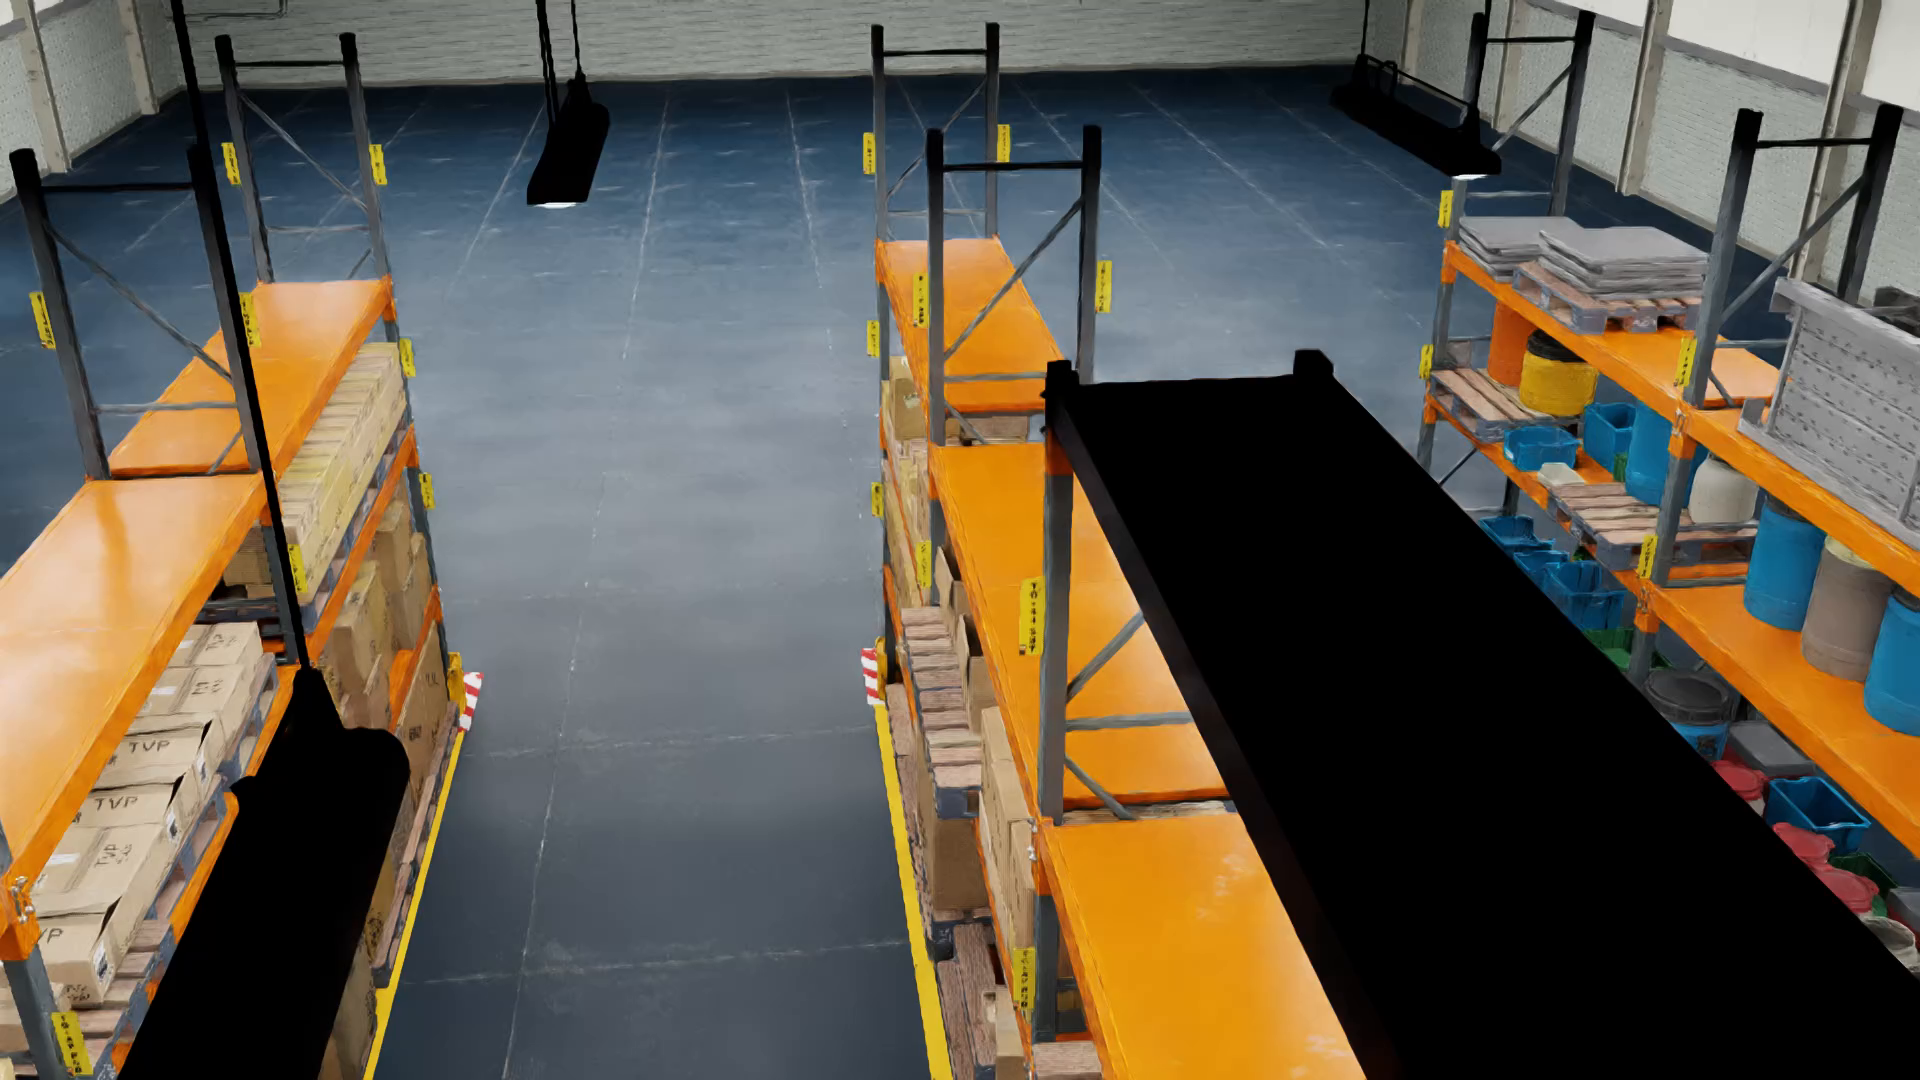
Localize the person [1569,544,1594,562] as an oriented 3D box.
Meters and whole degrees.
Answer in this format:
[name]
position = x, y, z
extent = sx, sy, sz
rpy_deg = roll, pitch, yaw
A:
[person]
position = 6.734, -0.599, 17.668
extent = 0.466, 1.794, 0.640
rpy_deg = 8, 27, 17
